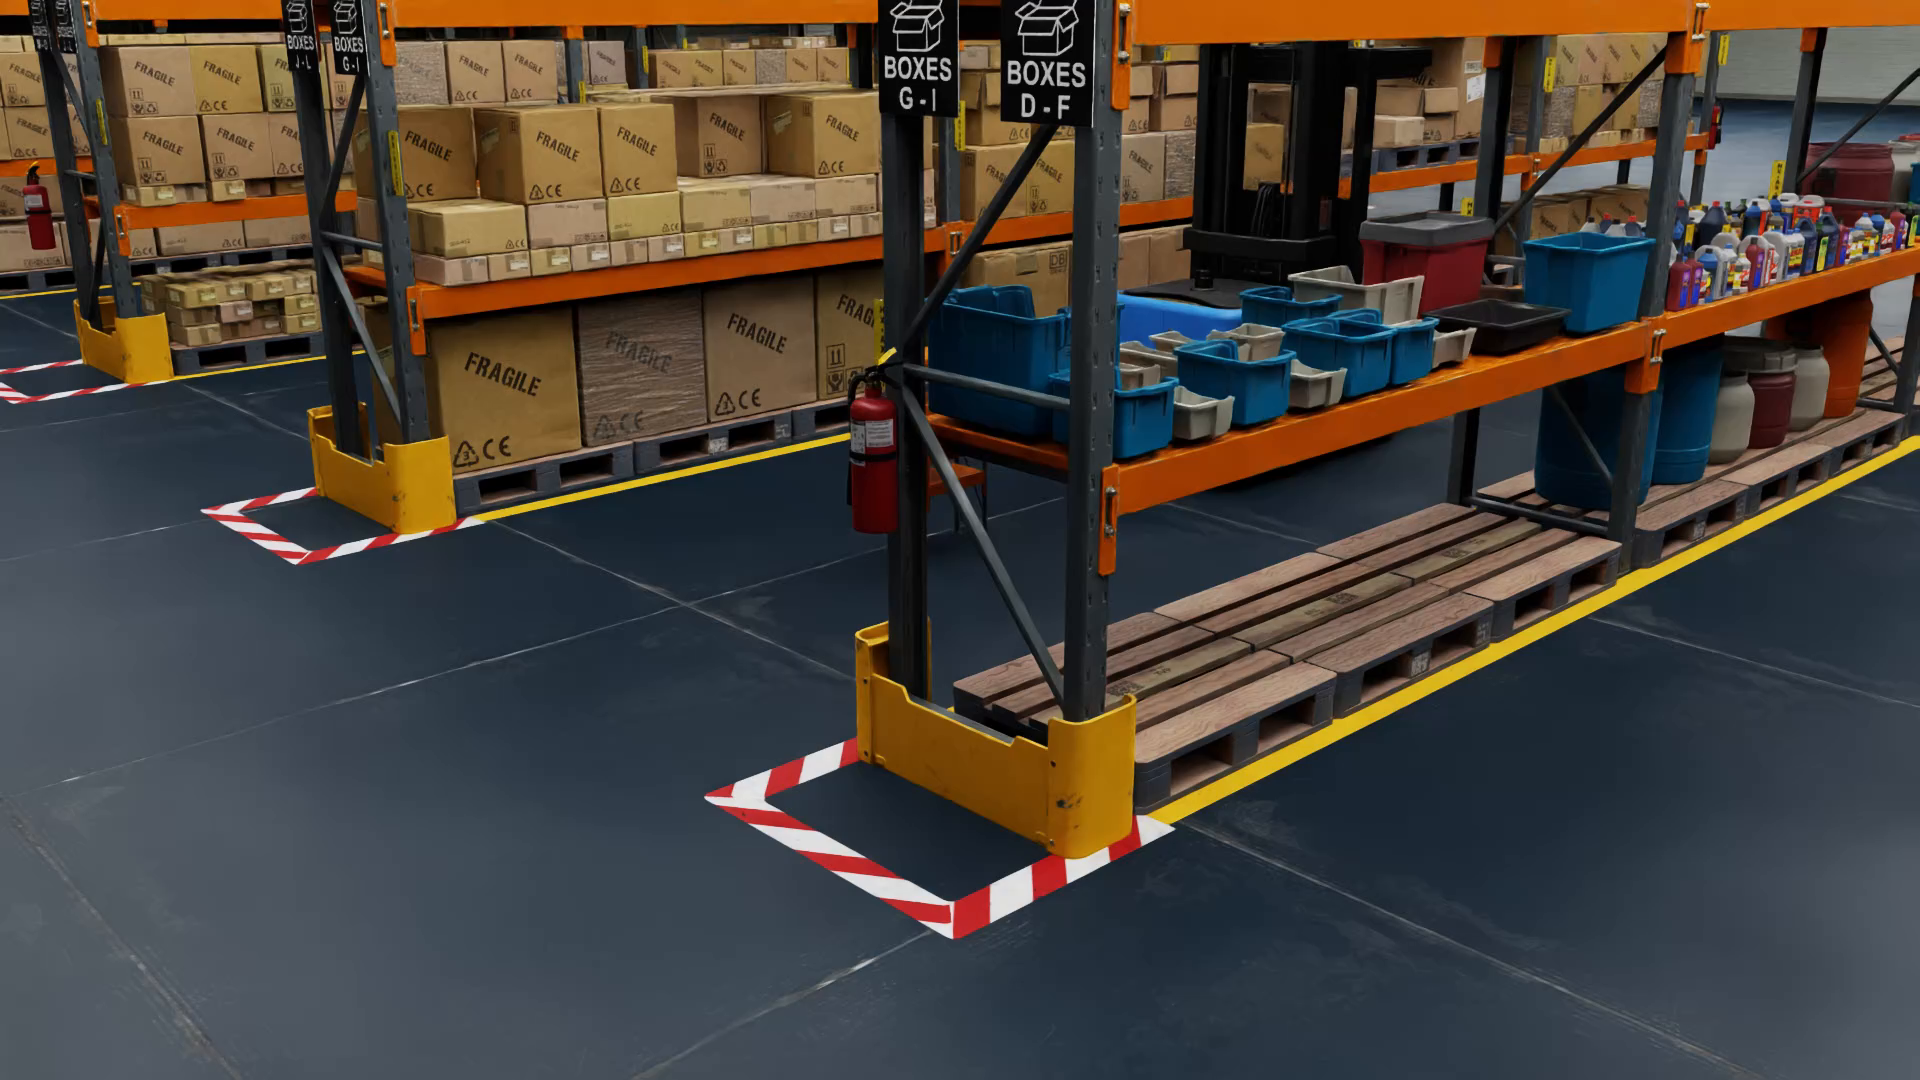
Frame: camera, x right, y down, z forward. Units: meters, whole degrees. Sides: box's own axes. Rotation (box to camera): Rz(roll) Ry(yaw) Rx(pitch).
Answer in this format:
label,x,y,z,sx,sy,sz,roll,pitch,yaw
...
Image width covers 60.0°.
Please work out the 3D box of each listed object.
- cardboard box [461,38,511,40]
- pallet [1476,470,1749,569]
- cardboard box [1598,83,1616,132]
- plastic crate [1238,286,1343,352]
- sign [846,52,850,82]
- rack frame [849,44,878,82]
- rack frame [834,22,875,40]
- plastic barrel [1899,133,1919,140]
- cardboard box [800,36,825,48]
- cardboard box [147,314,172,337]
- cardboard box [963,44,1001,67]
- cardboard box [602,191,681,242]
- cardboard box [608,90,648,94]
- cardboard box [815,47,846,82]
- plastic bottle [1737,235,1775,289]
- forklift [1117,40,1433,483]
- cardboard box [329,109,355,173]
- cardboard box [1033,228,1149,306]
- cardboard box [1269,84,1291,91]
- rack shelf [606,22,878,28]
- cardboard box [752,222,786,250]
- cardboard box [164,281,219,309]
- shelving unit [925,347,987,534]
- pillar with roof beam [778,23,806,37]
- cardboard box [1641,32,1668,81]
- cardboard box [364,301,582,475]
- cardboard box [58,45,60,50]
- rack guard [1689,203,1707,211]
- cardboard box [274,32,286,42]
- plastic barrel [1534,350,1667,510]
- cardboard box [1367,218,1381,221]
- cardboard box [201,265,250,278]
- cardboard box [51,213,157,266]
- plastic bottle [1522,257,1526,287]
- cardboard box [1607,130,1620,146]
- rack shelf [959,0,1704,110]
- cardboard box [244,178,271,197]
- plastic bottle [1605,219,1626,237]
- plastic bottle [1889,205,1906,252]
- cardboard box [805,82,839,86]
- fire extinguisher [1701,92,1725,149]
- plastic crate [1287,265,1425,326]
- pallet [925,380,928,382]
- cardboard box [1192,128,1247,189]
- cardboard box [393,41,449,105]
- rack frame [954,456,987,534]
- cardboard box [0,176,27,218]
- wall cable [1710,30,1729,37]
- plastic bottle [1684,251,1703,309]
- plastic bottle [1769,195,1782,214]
label,x,y,z,sx,sy,sz,roll,pitch,yaw
cardboard box,-4.213,-4.224,14.884,0.500,0.500,0.500,-16,24,-40
pallet,3.609,-0.185,9.214,1.213,0.211,1.003,-16,24,-41
cardboard box,6.480,-4.660,17.849,0.500,0.500,0.875,-16,24,-41
plastic crate,1.429,-0.951,7.230,0.300,0.233,0.416,-16,24,-41
sign,-1.195,-5.122,18.043,0.005,0.325,0.100,-16,24,-41
rack frame,-0.811,-4.448,17.840,0.127,3.000,1.000,-16,24,-41
rack frame,-1.886,-8.343,29.852,0.127,3.000,1.000,-16,24,-41
plastic barrel,7.139,-2.717,12.280,0.433,0.535,0.433,0,18,0
cardboard box,-2.051,-6.784,22.666,0.380,0.149,0.250,17,25,42
cardboard box,-6.385,-1.755,13.475,0.250,0.149,0.380,-16,24,-40
cardboard box,0.260,-5.281,18.625,0.500,0.500,0.700,-17,24,-42
cardboard box,-2.015,-1.949,9.892,0.500,0.250,0.500,17,25,42
cardboard box,-3.177,-4.204,15.849,0.380,0.149,0.250,17,25,42
cardboard box,-1.917,-6.518,22.898,0.500,0.500,0.500,-16,24,-41
plastic bottle,4.290,-1.507,8.972,0.135,0.276,0.152,-16,24,-41
forklift,2.257,-2.107,10.732,1.130,2.935,3.031,17,24,42
cardboard box,-5.006,-3.305,13.669,0.500,0.500,0.500,-17,25,-42
cardboard box,0.716,-1.986,13.011,1.225,0.875,0.875,17,24,42
cardboard box,3.885,-5.914,22.118,0.550,0.550,0.875,-16,24,-41
rack shelf,-2.832,-7.044,22.151,4.000,0.370,1.077,-16,24,-41
cardboard box,-1.313,-1.938,10.505,0.250,0.149,0.380,-17,24,-42
cardboard box,-6.010,-1.914,13.003,0.380,0.149,0.250,17,24,41
shelving unit,-0.120,-0.536,8.691,0.503,1.200,0.258,-16,24,-41
pillar with roof beam,-0.053,-10.286,26.120,0.400,9.000,9.100,-16,24,-41
cardboard box,7.382,-5.290,18.173,0.500,0.500,0.500,-16,24,-41
cardboard box,-2.880,-0.963,9.854,0.875,0.875,0.875,-16,24,-41
cardboard box,-8.908,-4.914,16.442,0.250,0.149,0.380,-16,24,-40
rack guard,8.281,-3.805,19.910,0.348,0.500,1.175,-16,24,-41
cardboard box,-7.197,-5.384,17.890,0.250,0.149,0.380,-17,24,-42
plastic barrel,3.426,-0.671,8.911,0.708,0.901,0.600,-16,24,-41
cardboard box,4.203,-2.842,16.227,0.700,0.500,0.500,15,23,39
cardboard box,-6.091,-2.172,13.798,0.250,0.149,0.380,-17,25,-42
cardboard box,-9.029,-3.180,17.402,0.875,0.438,0.875,-15,24,-39
plastic bottle,3.084,-1.454,8.808,0.135,0.276,0.152,-16,24,-41
cardboard box,6.873,-4.342,17.921,0.250,0.149,0.380,-16,24,-41
rack shelf,1.566,-2.018,6.649,4.000,0.370,1.077,-16,24,-41
cardboard box,-5.681,-2.822,13.234,0.250,0.149,0.380,-15,23,-38
plastic bottle,3.562,-1.570,9.043,0.185,0.351,0.144,-16,24,-41
plastic bottle,5.757,-1.919,10.230,0.133,0.283,0.061,-16,24,-41
cardboard box,-1.474,-4.699,17.377,0.250,0.149,0.380,-17,25,-42
fire extinguisher,8.736,-4.894,19.343,0.183,0.674,0.296,-16,24,-41
plastic crate,1.783,-1.047,7.447,0.530,0.282,0.437,-16,24,-41
pallet,0.125,-1.321,12.718,1.213,0.211,1.003,-16,24,-41
cardboard box,1.968,-3.098,13.515,0.500,0.500,0.500,-17,24,-41
cardboard box,-4.627,-3.889,13.850,0.500,0.500,0.500,-15,24,-39
rack frame,0.057,-0.587,8.851,0.015,1.200,0.240,-16,24,-41
cardboard box,-11.901,-4.333,20.859,0.500,0.500,0.500,-16,24,-40
wall cable,21.837,-16.459,50.192,0.112,2.526,3.097,-16,24,-41
plastic bottle,3.676,-1.312,8.358,0.133,0.283,0.061,-16,24,-41
plastic bottle,5.286,-2.106,10.826,0.097,0.271,0.097,0,18,0
